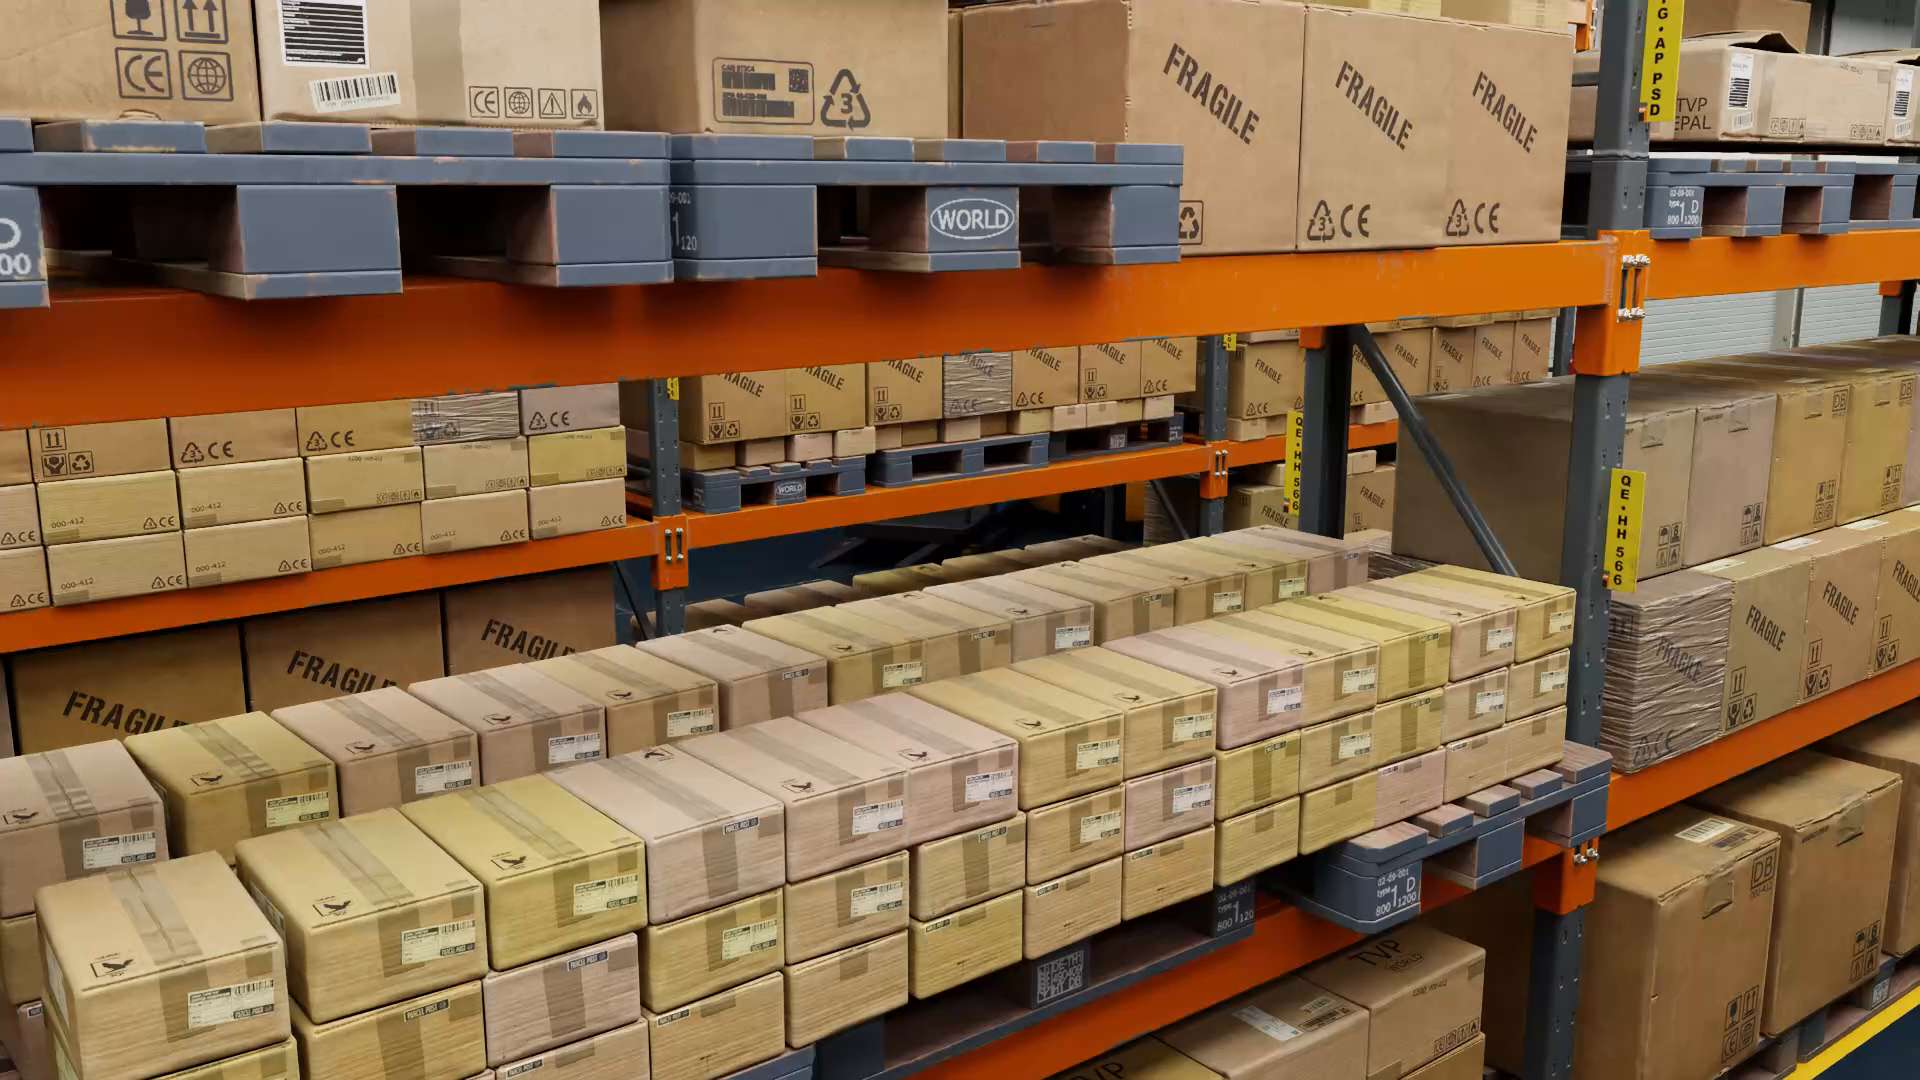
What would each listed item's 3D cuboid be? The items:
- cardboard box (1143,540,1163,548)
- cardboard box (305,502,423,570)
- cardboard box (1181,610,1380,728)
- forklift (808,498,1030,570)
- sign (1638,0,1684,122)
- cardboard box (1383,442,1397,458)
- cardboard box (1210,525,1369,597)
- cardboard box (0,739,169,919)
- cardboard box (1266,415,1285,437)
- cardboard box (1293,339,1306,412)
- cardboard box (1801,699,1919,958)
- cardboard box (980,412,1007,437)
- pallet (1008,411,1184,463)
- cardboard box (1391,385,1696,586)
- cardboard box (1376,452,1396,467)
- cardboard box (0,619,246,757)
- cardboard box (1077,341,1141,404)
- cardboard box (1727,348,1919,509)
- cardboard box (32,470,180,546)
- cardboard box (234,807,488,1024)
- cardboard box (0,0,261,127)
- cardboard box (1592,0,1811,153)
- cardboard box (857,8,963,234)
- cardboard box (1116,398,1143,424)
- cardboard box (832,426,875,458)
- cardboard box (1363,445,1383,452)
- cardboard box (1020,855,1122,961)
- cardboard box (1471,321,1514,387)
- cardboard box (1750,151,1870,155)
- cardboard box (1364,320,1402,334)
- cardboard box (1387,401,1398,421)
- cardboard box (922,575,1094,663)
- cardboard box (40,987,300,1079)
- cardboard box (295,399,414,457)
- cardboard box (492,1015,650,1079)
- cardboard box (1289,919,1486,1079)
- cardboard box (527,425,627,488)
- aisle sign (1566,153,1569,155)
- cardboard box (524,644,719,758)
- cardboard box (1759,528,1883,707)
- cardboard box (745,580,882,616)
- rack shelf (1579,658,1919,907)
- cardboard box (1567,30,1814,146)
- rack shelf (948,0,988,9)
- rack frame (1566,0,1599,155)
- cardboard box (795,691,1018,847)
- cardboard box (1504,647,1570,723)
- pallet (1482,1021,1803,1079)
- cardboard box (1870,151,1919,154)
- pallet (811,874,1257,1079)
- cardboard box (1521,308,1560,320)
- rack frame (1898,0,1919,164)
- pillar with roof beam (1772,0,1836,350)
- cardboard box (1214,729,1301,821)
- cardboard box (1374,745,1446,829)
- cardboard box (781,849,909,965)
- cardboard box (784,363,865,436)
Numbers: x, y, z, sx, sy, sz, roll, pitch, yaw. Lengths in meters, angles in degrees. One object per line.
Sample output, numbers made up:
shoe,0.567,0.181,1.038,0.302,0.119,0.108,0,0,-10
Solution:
cardboard box,1.662,0.127,11.916,0.500,0.250,0.500,-9,15,-35
cardboard box,-2.781,-0.060,7.551,0.500,0.250,0.500,-10,15,-38
cardboard box,0.711,0.283,3.737,0.250,0.149,0.380,-9,15,-36
forklift,-0.327,-1.294,13.165,1.130,2.935,3.031,4,13,18
sign,1.753,-1.215,4.163,0.005,0.325,0.100,-9,15,-38
cardboard box,3.379,-0.685,12.373,0.250,0.149,0.380,-9,15,-35
cardboard box,0.930,0.073,4.727,0.250,0.149,0.380,-9,15,-38
cardboard box,-1.516,0.479,2.814,0.250,0.149,0.380,-9,15,-35
cardboard box,1.979,-0.799,11.275,0.250,0.149,0.380,-9,15,-36
cardboard box,2.263,-1.167,11.446,0.500,0.500,0.500,-10,15,-38
cardboard box,3.355,1.013,6.543,0.750,0.750,1.050,-9,15,-38
cardboard box,0.063,-0.715,9.869,0.250,0.149,0.380,-10,16,-40
pallet,0.680,-0.722,10.771,1.213,0.211,1.003,-9,15,-38
cardboard box,1.772,-0.178,5.096,0.500,0.500,0.700,-10,15,-38
cardboard box,3.225,-0.359,12.402,0.500,0.500,0.500,-10,15,-39
cardboard box,-3.744,0.768,7.393,0.875,0.875,0.875,-9,15,-36
cardboard box,0.764,-1.130,10.261,0.500,0.500,0.500,-9,15,-37
cardboard box,3.360,-0.442,6.341,0.500,0.500,0.700,-9,15,-37
cardboard box,-3.559,-0.170,6.864,0.500,0.250,0.500,-9,15,-37
cardboard box,-0.899,0.549,2.484,0.250,0.149,0.380,-9,15,-36
cardboard box,-1.343,-0.817,2.281,0.500,0.500,0.700,-9,15,-38
cardboard box,2.598,-1.625,5.844,0.500,0.500,0.500,-9,15,-38
cardboard box,0.030,-0.937,3.855,0.500,0.500,0.500,-9,15,-38
cardboard box,0.922,-0.831,10.417,0.250,0.149,0.380,-10,16,-39
cardboard box,-0.674,-0.559,9.133,0.250,0.149,0.380,-9,15,-37
cardboard box,3.265,-0.507,13.096,0.500,0.500,0.500,-10,16,-40
cardboard box,0.102,0.674,3.325,0.250,0.149,0.380,-10,16,-40
cardboard box,3.846,-1.426,12.666,0.500,0.500,0.500,-9,15,-38
cardboard box,3.282,-1.561,6.391,0.250,0.149,0.380,-9,15,-38
cardboard box,2.668,-1.721,11.647,0.500,0.500,0.700,-10,15,-39
cardboard box,2.998,-0.959,12.031,0.250,0.149,0.380,-10,15,-38
cardboard box,0.114,0.208,4.089,0.250,0.149,0.380,-9,15,-35
cardboard box,-1.113,0.731,2.340,0.250,0.149,0.380,-9,15,-37
cardboard box,-2.783,-0.670,7.415,0.500,0.500,0.500,-9,15,-38
cardboard box,-0.702,0.808,2.695,0.250,0.149,0.380,-9,15,-37
cardboard box,1.045,1.199,4.464,0.500,0.250,0.500,-10,15,-39
cardboard box,-1.975,-0.440,8.136,0.500,0.250,0.500,-10,15,-38
aisle sign,4.721,-2.644,13.098,0.004,0.787,0.394,-9,15,-38
cardboard box,-0.705,0.345,3.444,0.250,0.149,0.380,-10,16,-39
cardboard box,2.724,0.222,5.622,0.500,0.500,0.500,-9,15,-38
cardboard box,-0.737,0.538,9.687,0.625,0.372,0.950,-10,15,-39
rack shelf,2.977,0.509,6.240,4.000,0.370,1.077,-9,15,-38
cardboard box,2.118,-1.319,4.862,0.500,0.311,0.500,-9,15,-38
rack shelf,-0.194,-3.019,9.378,4.000,0.370,1.077,-9,15,-38
rack frame,4.491,-4.345,12.928,0.127,3.000,1.000,-9,15,-38
cardboard box,-0.104,0.418,3.100,0.250,0.149,0.380,-9,15,-36
cardboard box,1.314,0.327,4.245,0.250,0.149,0.380,-9,15,-37
pallet,2.078,1.691,5.657,1.213,0.211,1.003,-9,15,-38
cardboard box,3.712,-1.554,6.115,0.500,0.250,0.500,-10,15,-38
pallet,-0.104,0.774,3.723,1.213,0.211,1.003,-9,15,-38
cardboard box,4.229,-1.993,12.927,0.500,0.500,0.700,-10,16,-39
rack frame,4.539,-3.037,6.765,0.127,3.000,1.000,-9,15,-38
pillar with roof beam,17.026,-6.843,24.692,0.400,9.000,9.100,-9,15,-38
cardboard box,0.512,0.461,3.615,0.250,0.149,0.380,-10,15,-38
cardboard box,0.922,0.538,3.966,0.250,0.149,0.380,-9,15,-37
cardboard box,-0.299,0.595,2.984,0.250,0.149,0.380,-9,15,-35
cardboard box,-0.857,-0.862,9.000,0.500,0.500,0.500,-8,15,-35
